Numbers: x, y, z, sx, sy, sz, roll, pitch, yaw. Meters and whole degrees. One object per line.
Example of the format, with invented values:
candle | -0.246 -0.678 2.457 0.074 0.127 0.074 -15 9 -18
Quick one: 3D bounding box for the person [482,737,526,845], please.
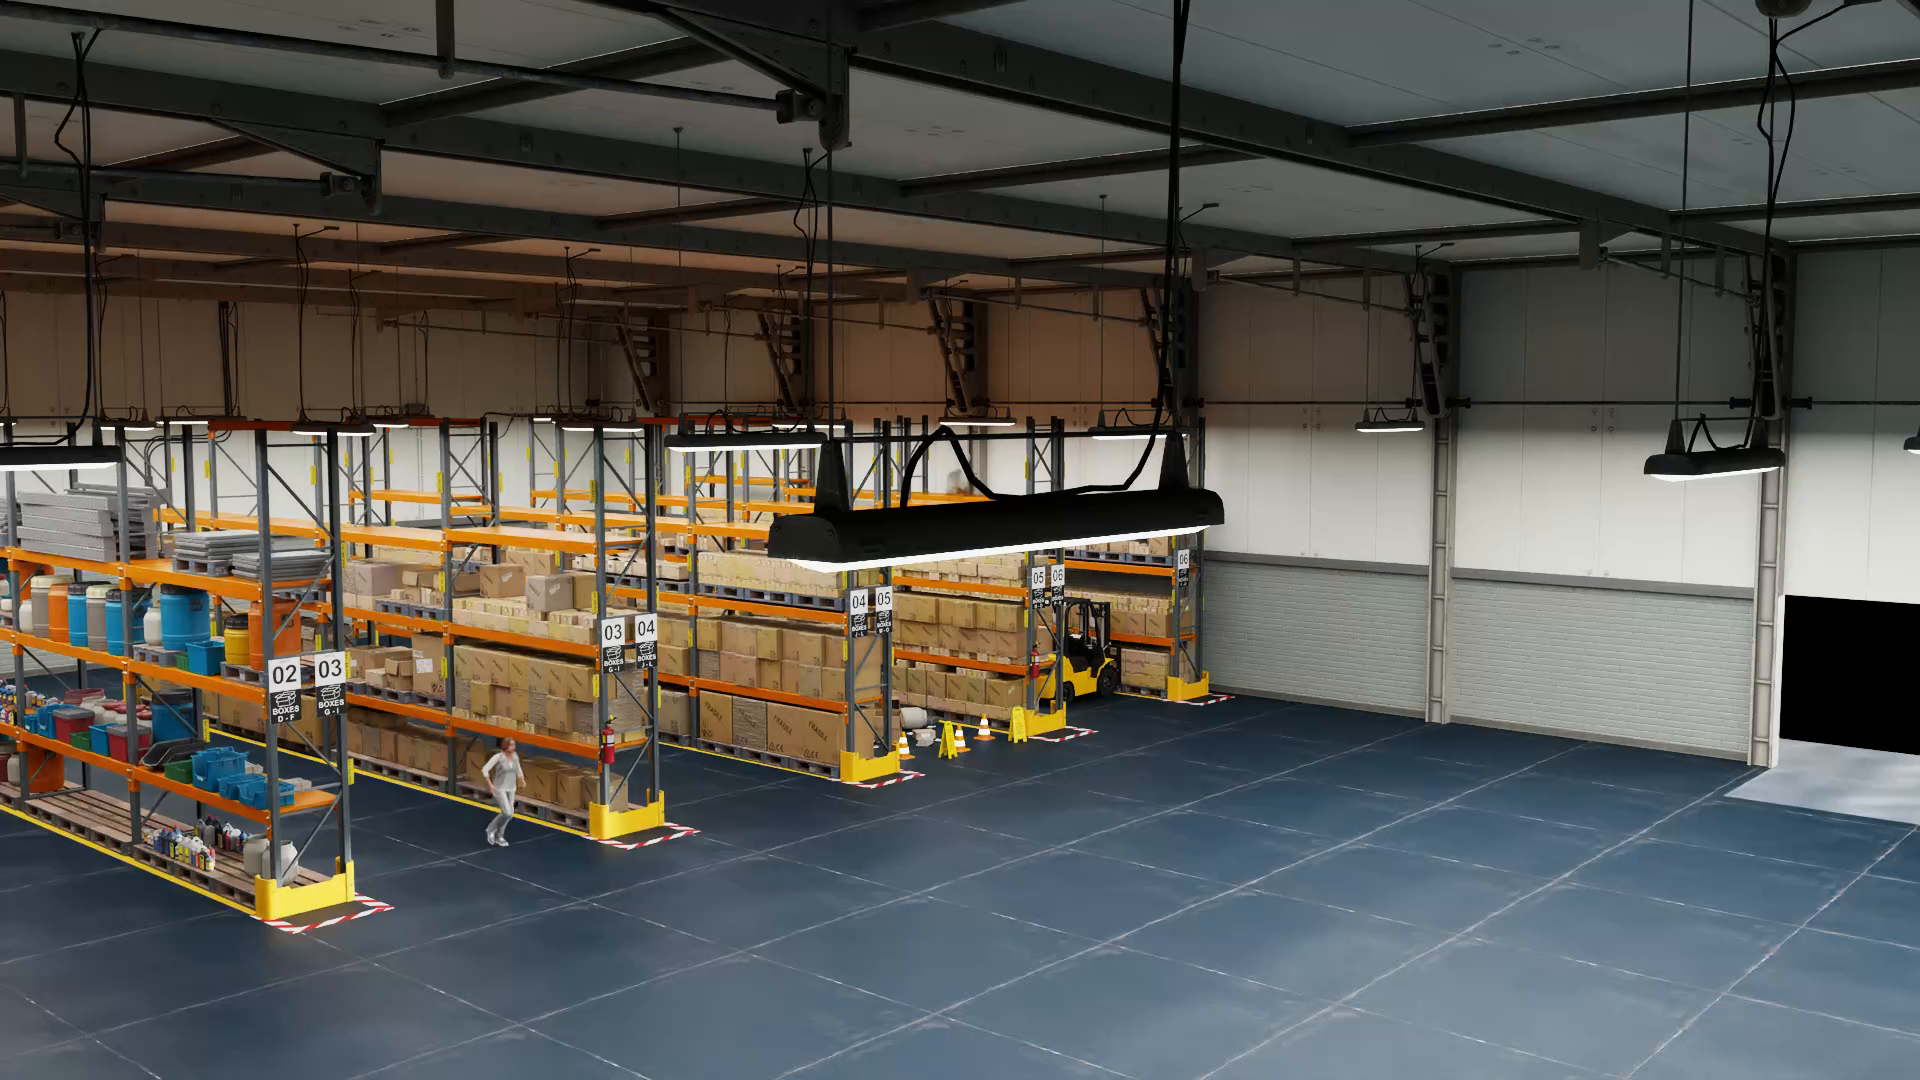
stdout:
person | -6.456 3.600 23.693 0.572 1.538 0.556 3 6 36
